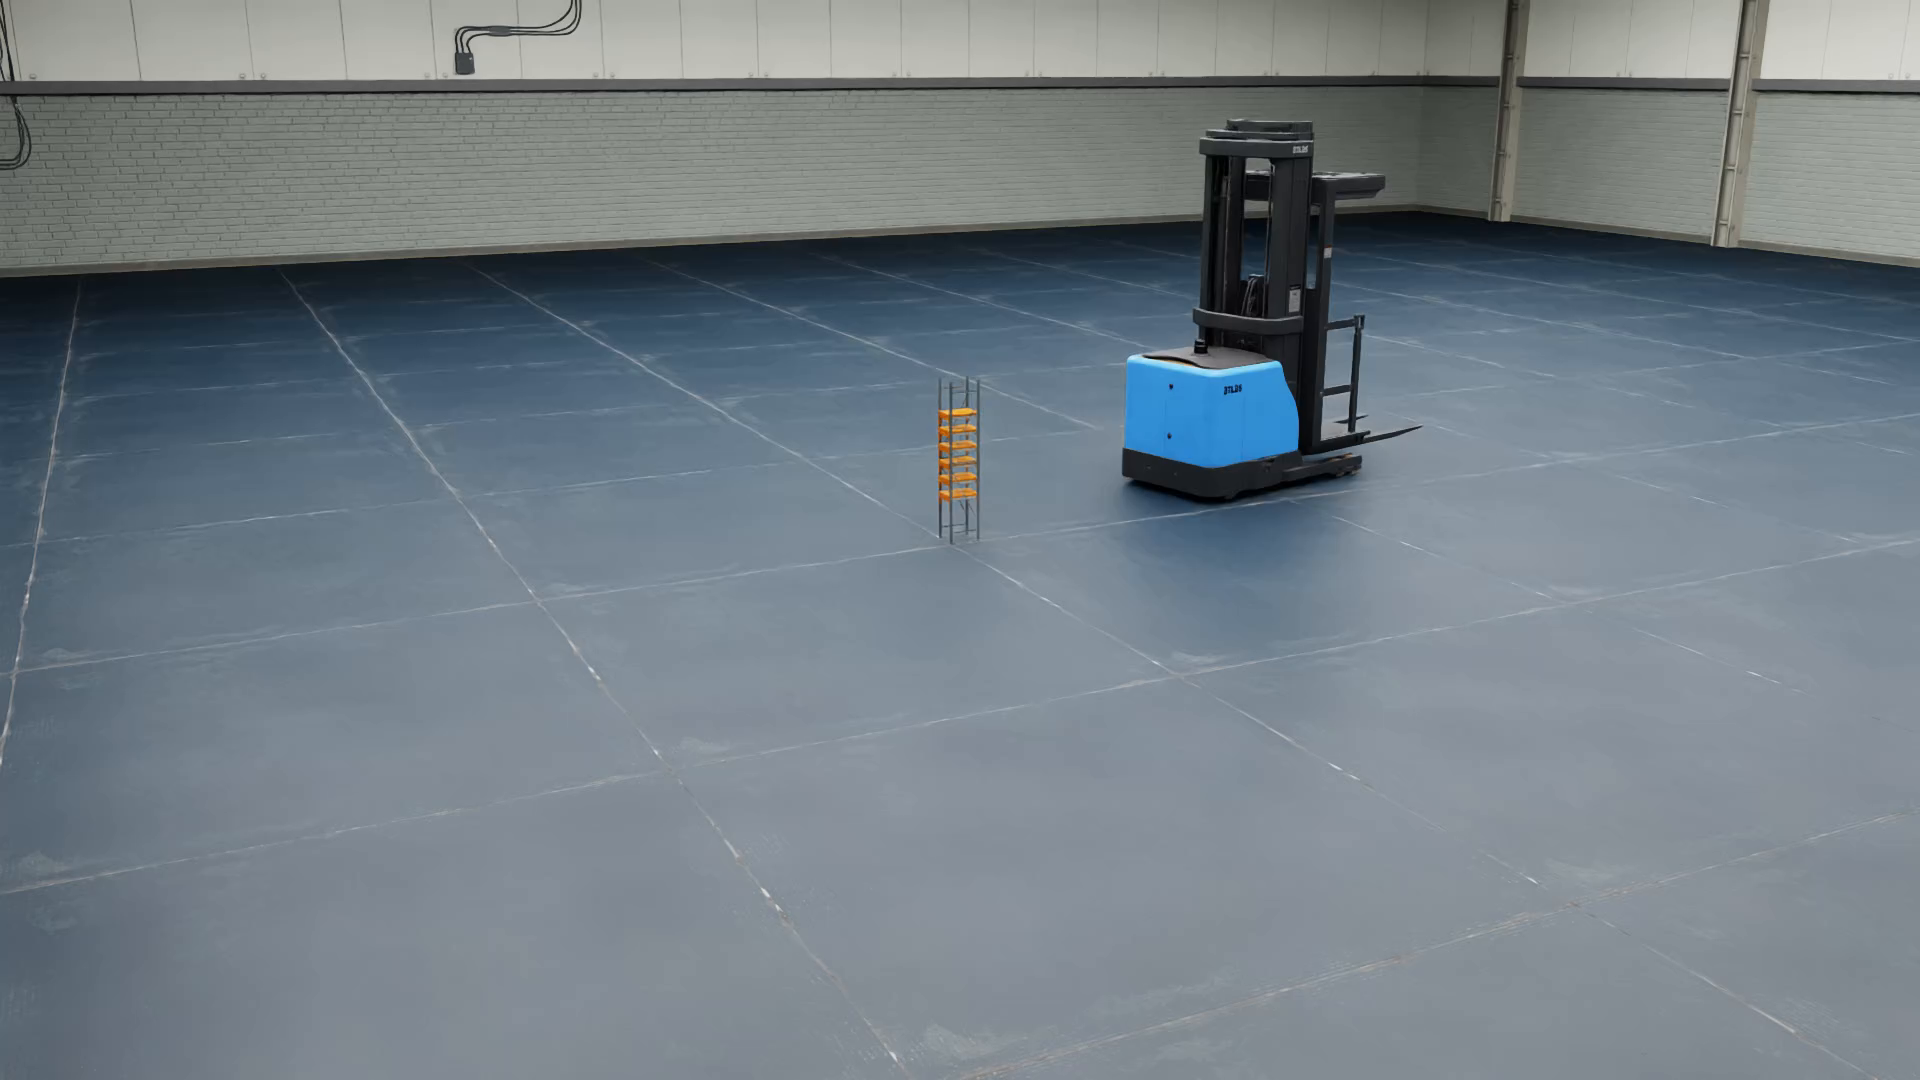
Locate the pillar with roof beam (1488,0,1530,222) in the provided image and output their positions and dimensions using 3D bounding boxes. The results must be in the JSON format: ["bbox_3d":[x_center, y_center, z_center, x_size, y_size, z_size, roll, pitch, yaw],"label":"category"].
[{"bbox_3d":[8.131,-10.911,33.959,9.100,9.000,0.400,-8,18,-25],"label":"pillar with roof beam"}]

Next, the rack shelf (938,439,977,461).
[{"bbox_3d":[-0.006,-0.653,12.077,0.258,0.103,0.180,-8,18,-25],"label":"rack shelf"}]

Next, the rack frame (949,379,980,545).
[{"bbox_3d":[0.034,-0.558,12.019,0.240,1.200,0.006,-8,18,-25],"label":"rack frame"}]

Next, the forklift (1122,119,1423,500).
[{"bbox_3d":[2.814,-2.042,14.051,3.031,2.935,1.130,-13,20,-37],"label":"forklift"}]

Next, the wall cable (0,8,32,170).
[{"bbox_3d":[-16.417,-7.023,26.038,3.097,2.526,0.112,-8,18,-25],"label":"wall cable"}]

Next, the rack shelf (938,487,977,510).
[{"bbox_3d":[-0.006,-0.307,12.176,0.258,0.103,0.180,-8,18,-25],"label":"rack shelf"}]

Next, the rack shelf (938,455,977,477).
[{"bbox_3d":[-0.006,-0.538,12.110,0.258,0.103,0.180,-8,18,-25],"label":"rack shelf"}]

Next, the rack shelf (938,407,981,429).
[{"bbox_3d":[-0.006,-0.884,12.011,0.258,0.103,0.180,-8,18,-25],"label":"rack shelf"}]

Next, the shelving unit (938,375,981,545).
[{"bbox_3d":[-0.006,-0.580,12.098,0.258,1.200,0.189,-8,18,-25],"label":"shelving unit"}]

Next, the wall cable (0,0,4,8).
[{"bbox_3d":[-13.986,-9.777,26.481,3.097,2.526,0.112,-8,18,-25],"label":"wall cable"}]

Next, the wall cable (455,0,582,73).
[{"bbox_3d":[-7.877,-11.293,29.125,2.305,6.003,0.169,-8,18,-25],"label":"wall cable"}]

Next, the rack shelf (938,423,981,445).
[{"bbox_3d":[-0.006,-0.768,12.044,0.258,0.103,0.180,-8,18,-25],"label":"rack shelf"}]

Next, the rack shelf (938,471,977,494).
[{"bbox_3d":[-0.006,-0.422,12.143,0.258,0.103,0.180,-8,18,-25],"label":"rack shelf"}]

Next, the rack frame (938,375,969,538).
[{"bbox_3d":[-0.046,-0.603,12.177,0.240,1.200,0.006,-8,18,-25],"label":"rack frame"}]

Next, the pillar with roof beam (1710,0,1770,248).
[{"bbox_3d":[10.759,-9.424,28.775,9.100,9.000,0.400,-8,18,-25],"label":"pillar with roof beam"}]
